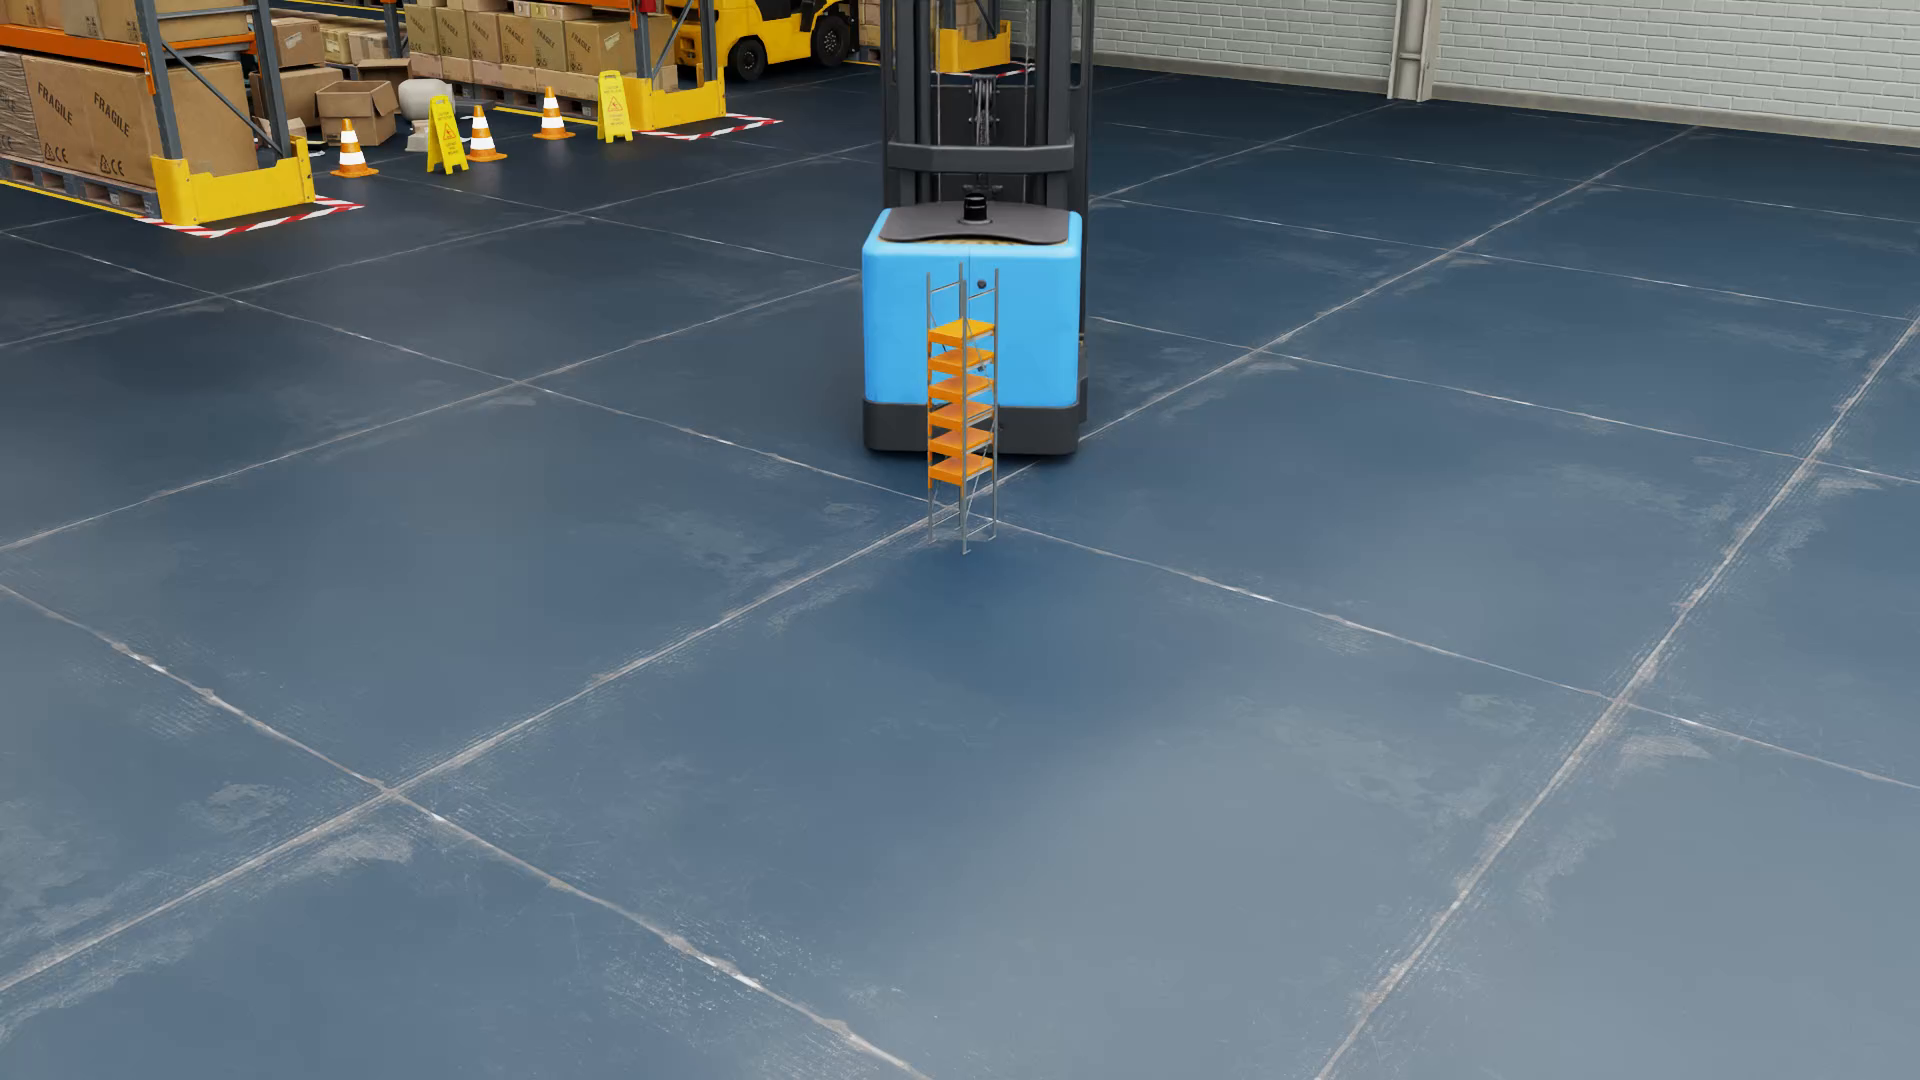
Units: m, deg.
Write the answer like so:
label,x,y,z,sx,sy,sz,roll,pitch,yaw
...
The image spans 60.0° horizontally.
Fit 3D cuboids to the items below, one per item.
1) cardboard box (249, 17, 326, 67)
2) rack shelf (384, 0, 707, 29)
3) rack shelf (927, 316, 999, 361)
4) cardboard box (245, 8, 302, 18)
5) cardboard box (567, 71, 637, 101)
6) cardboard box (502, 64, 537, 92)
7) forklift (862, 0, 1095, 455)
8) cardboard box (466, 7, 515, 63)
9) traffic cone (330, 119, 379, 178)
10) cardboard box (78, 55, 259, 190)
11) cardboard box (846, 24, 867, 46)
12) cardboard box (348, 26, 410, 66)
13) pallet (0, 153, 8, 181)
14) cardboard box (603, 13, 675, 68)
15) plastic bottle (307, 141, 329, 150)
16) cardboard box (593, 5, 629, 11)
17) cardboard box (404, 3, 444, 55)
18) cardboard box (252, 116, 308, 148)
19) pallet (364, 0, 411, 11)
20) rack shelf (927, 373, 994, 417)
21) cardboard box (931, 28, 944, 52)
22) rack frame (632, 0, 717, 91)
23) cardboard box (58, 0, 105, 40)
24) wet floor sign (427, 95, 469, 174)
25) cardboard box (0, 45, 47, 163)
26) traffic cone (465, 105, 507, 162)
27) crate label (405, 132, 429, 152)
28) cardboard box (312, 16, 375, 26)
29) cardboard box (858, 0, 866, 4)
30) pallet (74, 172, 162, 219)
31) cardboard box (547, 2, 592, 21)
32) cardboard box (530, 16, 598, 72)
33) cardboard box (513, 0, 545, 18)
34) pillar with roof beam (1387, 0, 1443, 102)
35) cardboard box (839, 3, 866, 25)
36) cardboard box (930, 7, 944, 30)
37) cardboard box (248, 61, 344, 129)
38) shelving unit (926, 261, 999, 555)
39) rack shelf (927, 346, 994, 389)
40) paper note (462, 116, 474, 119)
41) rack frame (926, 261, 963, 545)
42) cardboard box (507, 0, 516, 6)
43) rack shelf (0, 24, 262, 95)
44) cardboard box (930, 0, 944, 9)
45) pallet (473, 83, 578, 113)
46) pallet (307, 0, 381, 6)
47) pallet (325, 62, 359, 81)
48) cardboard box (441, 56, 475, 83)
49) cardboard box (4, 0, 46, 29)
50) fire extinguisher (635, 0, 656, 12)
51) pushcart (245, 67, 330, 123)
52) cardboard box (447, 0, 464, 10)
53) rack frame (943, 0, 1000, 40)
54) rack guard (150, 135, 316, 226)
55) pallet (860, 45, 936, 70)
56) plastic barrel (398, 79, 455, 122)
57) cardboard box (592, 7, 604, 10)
label,x,y,z,sx,sy,sz,roll,pitch,yaw
cardboard box,-7.070,-5.200,17.493,0.500,0.500,0.500,17,29,33
rack shelf,-4.426,-5.766,17.508,4.000,0.370,1.077,17,29,33
rack shelf,0.012,-0.834,6.873,0.180,0.103,0.258,17,29,33
cardboard box,-8.781,-6.396,20.784,0.625,0.372,0.950,15,28,30
cardboard box,-3.653,-4.660,16.995,0.500,0.250,0.500,17,29,33
cardboard box,-4.466,-4.907,17.555,0.500,0.250,0.500,16,28,31
forklift,0.157,-2.306,8.848,1.130,2.935,3.031,2,24,4
cardboard box,-4.867,-5.375,17.687,0.500,0.500,0.500,19,30,36
traffic cone,-5.287,-3.416,14.428,0.334,0.463,0.336,17,29,33
cardboard box,-6.296,-3.353,13.253,0.875,0.875,0.875,17,29,34
cardboard box,-1.204,-6.407,20.960,0.500,0.250,0.500,17,29,34
cardboard box,-6.448,-5.694,19.192,0.625,0.372,0.950,17,29,34
pallet,-8.353,-3.472,14.869,1.213,0.211,1.003,17,29,33
cardboard box,-3.325,-5.178,17.242,0.500,0.500,0.500,16,28,32
plastic bottle,-6.065,-3.689,15.548,0.283,0.061,0.133,7,25,15
cardboard box,-4.696,-7.780,23.613,0.625,0.625,0.875,15,28,31
cardboard box,-5.716,-5.626,18.258,0.500,0.500,0.500,18,30,36
cardboard box,-6.434,-3.885,15.737,0.396,0.266,0.258,-21,31,-39
pallet,-8.781,-8.655,26.632,1.213,0.211,1.003,17,29,33
rack shelf,0.012,-0.615,6.970,0.180,0.103,0.258,17,29,33
cardboard box,-0.417,-6.159,20.399,0.500,0.250,0.500,17,29,34
rack frame,-2.826,-5.612,16.266,0.127,3.000,1.000,17,29,33
cardboard box,-6.491,-4.260,13.012,0.550,0.550,0.875,17,29,33
wet floor sign,-4.503,-3.544,14.494,0.232,0.644,0.267,12,26,24
cardboard box,-7.730,-3.786,14.236,0.875,0.875,0.875,17,29,34
traffic cone,-4.337,-3.698,15.069,0.334,0.463,0.336,17,29,33
crate label,-5.003,-3.719,15.521,0.298,0.136,0.250,3,24,6
cardboard box,-7.582,-6.035,19.965,0.625,0.372,0.950,18,29,35
cardboard box,-1.229,-6.856,20.741,0.500,0.250,0.500,17,29,34
pallet,-6.400,-2.882,13.529,1.213,0.211,1.003,17,29,33
cardboard box,-3.957,-5.362,16.855,0.250,0.149,0.380,18,29,35
cardboard box,-4.043,-5.123,17.117,0.500,0.500,0.500,18,30,35
cardboard box,-4.366,-5.488,17.141,0.250,0.149,0.380,18,30,35
pillar with roof beam,2.351,-7.579,13.290,0.400,9.000,9.100,17,29,33
cardboard box,-1.249,-6.636,20.861,0.500,0.250,0.500,16,28,32
cardboard box,-0.429,-6.393,20.310,0.500,0.250,0.500,16,29,33
cardboard box,-6.503,-4.363,16.359,0.503,0.637,0.797,17,29,33
shelving unit,0.012,-0.546,7.000,0.189,1.200,0.258,17,29,33
rack shelf,0.012,-0.725,6.921,0.180,0.103,0.258,17,29,33
paper note,-5.035,-4.349,17.082,0.148,0.019,0.142,7,25,15
rack frame,-0.062,-0.568,7.050,0.006,1.200,0.240,17,29,33
cardboard box,-4.984,-5.677,18.374,0.500,0.500,0.500,17,29,34
rack shelf,-7.314,-4.144,13.828,4.000,0.370,1.077,17,29,33
cardboard box,-0.407,-6.616,20.195,0.500,0.250,0.500,18,29,35
pallet,-4.487,-4.857,18.011,1.213,0.211,1.003,17,29,33
pallet,-10.003,-9.006,27.428,1.213,0.211,1.003,17,29,33
pallet,-6.650,-5.491,19.450,1.213,0.211,1.003,17,29,33
cardboard box,-5.282,-5.157,18.125,0.500,0.250,0.500,19,30,36
cardboard box,-7.313,-4.550,13.672,0.500,0.550,0.875,17,29,33
fire extinguisher,-3.011,-5.400,15.881,0.183,0.674,0.296,17,29,33
pushcart,-7.354,-4.631,17.293,0.936,0.377,1.648,7,25,15
cardboard box,-5.240,-5.750,17.734,0.250,0.149,0.380,18,30,35
rack frame,0.148,-7.214,19.903,0.127,3.000,1.000,17,29,33
rack guard,-5.694,-2.840,13.076,0.348,0.500,1.175,17,29,33
pallet,-0.489,-6.109,20.854,1.213,0.211,1.003,17,29,33
plastic barrel,-5.387,-4.444,16.810,0.512,0.421,0.421,-5,24,-12
cardboard box,-4.142,-5.427,17.807,0.500,0.500,0.500,17,29,34
